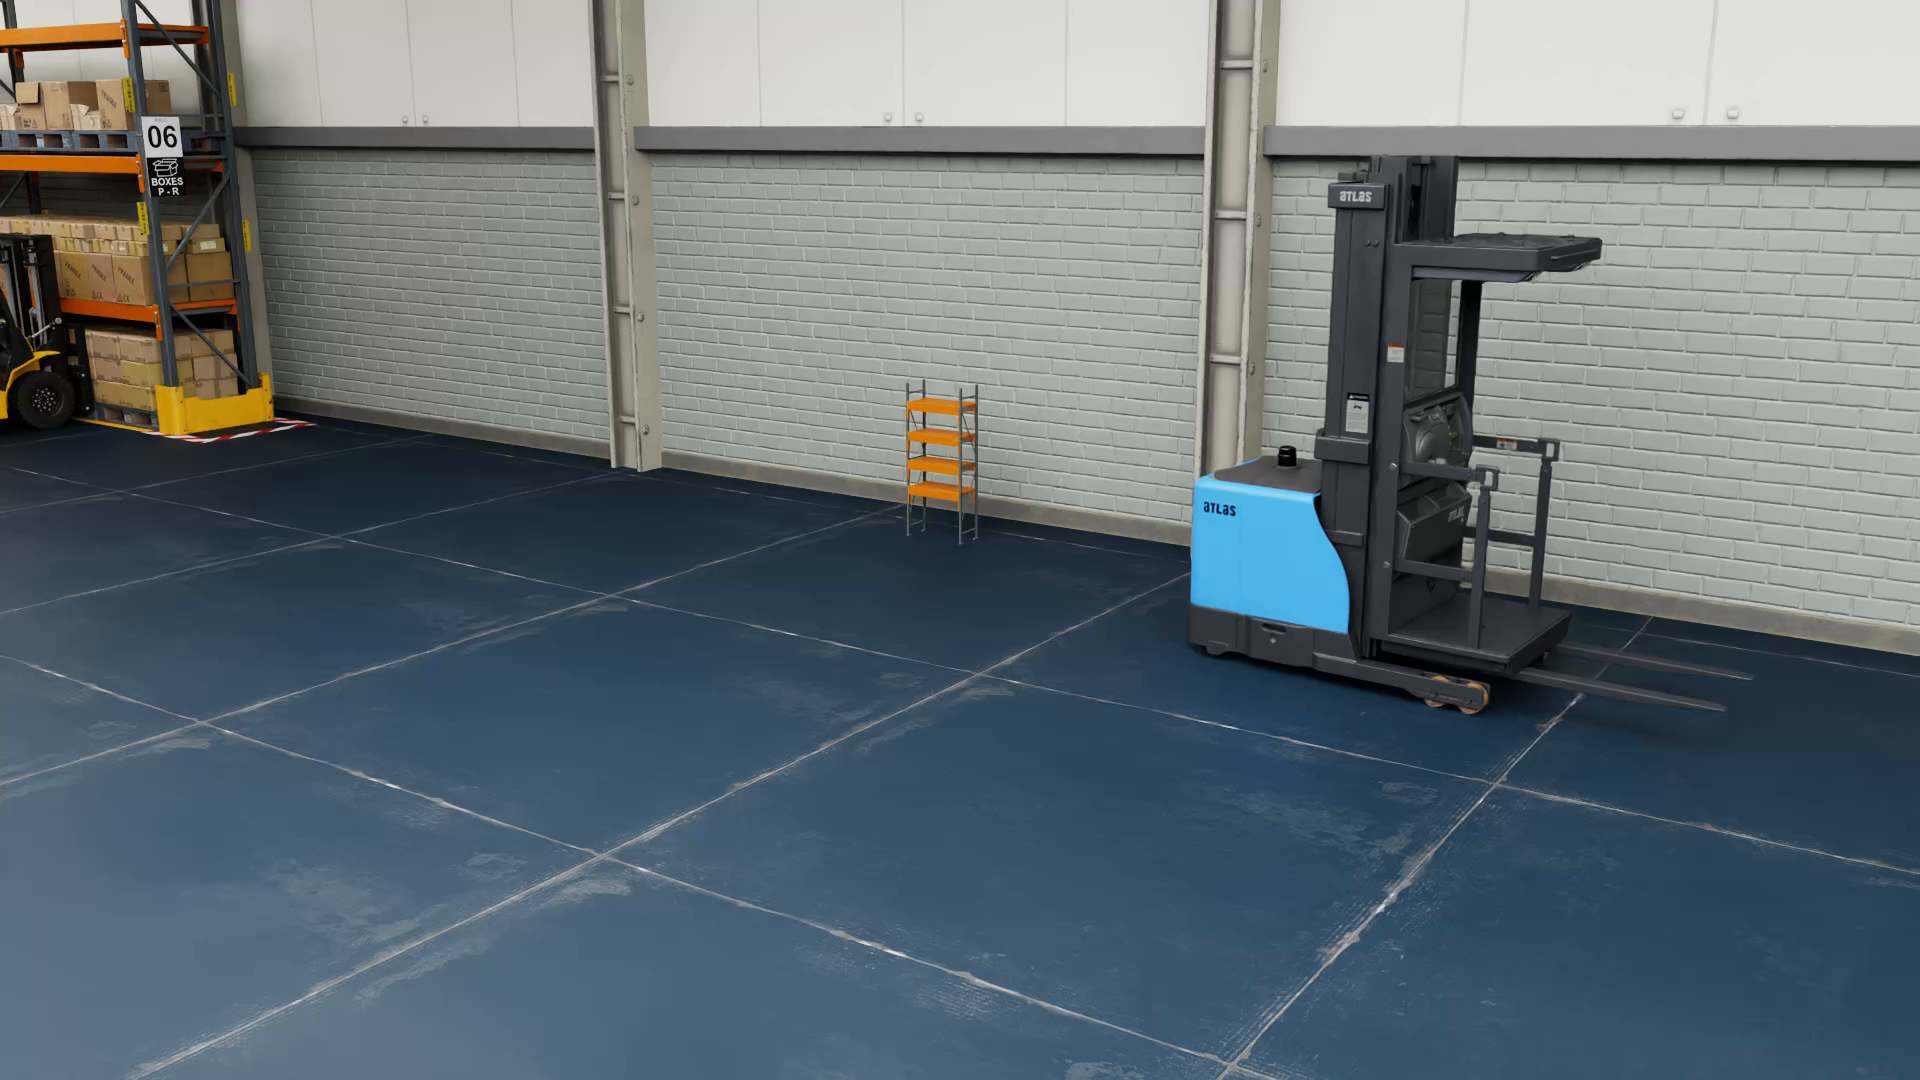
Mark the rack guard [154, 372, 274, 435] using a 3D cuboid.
[{"bbox_3d":[-7.906,-1.457,17.670,0.348,0.500,1.175,9,17,33],"label":"rack guard"}]

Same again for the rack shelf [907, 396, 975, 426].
[{"bbox_3d":[-0.137,-0.986,12.674,0.480,0.148,0.258,9,17,33],"label":"rack shelf"}]

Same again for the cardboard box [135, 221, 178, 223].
[{"bbox_3d":[-8.708,-3.380,18.057,0.250,0.149,0.380,9,17,33],"label":"cardboard box"}]

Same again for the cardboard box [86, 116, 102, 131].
[{"bbox_3d":[-8.783,-4.311,17.194,0.250,0.149,0.380,9,16,31],"label":"cardboard box"}]

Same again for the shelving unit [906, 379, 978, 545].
[{"bbox_3d":[-0.137,-0.605,12.769,0.503,1.200,0.258,9,17,33],"label":"shelving unit"}]

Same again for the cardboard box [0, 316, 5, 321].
[{"bbox_3d":[-11.019,-2.437,19.194,0.500,0.250,0.500,9,16,32],"label":"cardboard box"}]

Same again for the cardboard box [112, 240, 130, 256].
[{"bbox_3d":[-8.599,-3.056,17.369,0.250,0.149,0.380,9,17,34],"label":"cardboard box"}]

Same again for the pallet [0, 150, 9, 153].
[{"bbox_3d":[-11.985,-4.689,19.679,1.217,0.209,0.805,8,16,31],"label":"pallet"}]

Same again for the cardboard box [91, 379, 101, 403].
[{"bbox_3d":[-9.310,-1.681,18.218,0.500,0.250,0.500,9,17,33],"label":"cardboard box"}]

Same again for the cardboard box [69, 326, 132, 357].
[{"bbox_3d":[-9.334,-2.161,18.078,0.500,0.250,0.500,9,17,34],"label":"cardboard box"}]

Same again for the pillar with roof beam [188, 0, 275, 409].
[{"bbox_3d":[-10.404,-5.001,14.297,0.400,9.000,9.100,9,17,33],"label":"pillar with roof beam"}]

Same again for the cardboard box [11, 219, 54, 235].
[{"bbox_3d":[-10.276,-3.482,18.471,0.250,0.149,0.380,9,16,32],"label":"cardboard box"}]

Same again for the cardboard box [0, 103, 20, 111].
[{"bbox_3d":[-10.691,-4.715,18.490,0.500,0.311,0.500,10,17,34],"label":"cardboard box"}]

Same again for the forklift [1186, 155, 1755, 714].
[{"bbox_3d":[2.854,-0.625,9.247,3.031,2.935,1.130,10,17,36],"label":"forklift"}]

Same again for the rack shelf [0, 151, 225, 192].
[{"bbox_3d":[-9.586,-4.049,18.192,4.000,0.370,1.077,9,17,33],"label":"rack shelf"}]

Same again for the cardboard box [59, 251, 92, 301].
[{"bbox_3d":[-9.332,-2.876,17.991,0.500,0.500,0.500,9,16,32],"label":"cardboard box"}]

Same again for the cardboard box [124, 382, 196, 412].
[{"bbox_3d":[-8.493,-1.543,17.662,0.500,0.250,0.500,9,17,33],"label":"cardboard box"}]

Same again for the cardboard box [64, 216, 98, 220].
[{"bbox_3d":[-9.953,-3.601,18.950,0.250,0.149,0.380,9,16,32],"label":"cardboard box"}]

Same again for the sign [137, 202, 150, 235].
[{"bbox_3d":[-8.241,-3.245,16.785,0.005,0.325,0.100,9,17,33],"label":"sign"}]

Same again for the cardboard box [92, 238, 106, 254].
[{"bbox_3d":[-8.980,-3.139,17.702,0.250,0.149,0.380,9,17,32],"label":"cardboard box"}]

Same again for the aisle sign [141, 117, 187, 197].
[{"bbox_3d":[-8.036,-3.868,16.798,0.004,0.787,0.394,9,17,33],"label":"aisle sign"}]

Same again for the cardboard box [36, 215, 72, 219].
[{"bbox_3d":[-10.400,-3.661,19.192,0.250,0.149,0.380,9,17,32],"label":"cardboard box"}]

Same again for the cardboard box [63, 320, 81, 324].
[{"bbox_3d":[-10.181,-2.302,18.649,0.500,0.250,0.500,10,17,35],"label":"cardboard box"}]

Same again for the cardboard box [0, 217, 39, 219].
[{"bbox_3d":[-10.663,-3.567,18.812,0.250,0.149,0.380,9,16,32],"label":"cardboard box"}]

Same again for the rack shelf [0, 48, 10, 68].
[{"bbox_3d":[-12.905,-5.847,20.047,4.000,0.370,1.077,9,17,33],"label":"rack shelf"}]

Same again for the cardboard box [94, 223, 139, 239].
[{"bbox_3d":[-8.961,-3.293,17.704,0.250,0.149,0.380,9,17,33],"label":"cardboard box"}]

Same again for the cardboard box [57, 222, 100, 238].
[{"bbox_3d":[-9.456,-3.339,17.892,0.250,0.149,0.380,10,17,34],"label":"cardboard box"}]

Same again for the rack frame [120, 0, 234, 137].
[{"bbox_3d":[-7.926,-5.586,16.662,0.127,3.000,1.000,9,17,33],"label":"rack frame"}]

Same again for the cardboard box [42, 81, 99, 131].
[{"bbox_3d":[-9.224,-4.599,17.626,0.500,0.500,0.700,9,17,33],"label":"cardboard box"}]

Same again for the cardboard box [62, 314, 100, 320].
[{"bbox_3d":[-10.300,-2.472,19.336,0.500,0.250,0.500,9,16,32],"label":"cardboard box"}]

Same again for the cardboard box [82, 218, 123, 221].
[{"bbox_3d":[-9.575,-3.517,18.612,0.250,0.149,0.380,10,17,34],"label":"cardboard box"}]

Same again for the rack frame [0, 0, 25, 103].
[{"bbox_3d":[-11.245,-6.122,18.829,0.127,3.000,1.000,9,17,33],"label":"rack frame"}]

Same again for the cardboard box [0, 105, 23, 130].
[{"bbox_3d":[-10.183,-4.594,18.094,0.258,0.266,0.396,9,16,31],"label":"cardboard box"}]

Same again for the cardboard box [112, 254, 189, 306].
[{"bbox_3d":[-8.481,-2.736,17.426,0.500,0.500,0.500,9,16,32],"label":"cardboard box"}]

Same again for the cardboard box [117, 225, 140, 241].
[{"bbox_3d":[-8.563,-3.215,17.390,0.250,0.149,0.380,9,17,33],"label":"cardboard box"}]

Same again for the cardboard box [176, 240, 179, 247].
[{"bbox_3d":[-8.303,-3.155,17.768,0.250,0.149,0.380,9,17,33],"label":"cardboard box"}]

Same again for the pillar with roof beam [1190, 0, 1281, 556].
[{"bbox_3d":[-0.446,-3.391,7.796,0.400,9.000,9.100,9,17,33],"label":"pillar with roof beam"}]

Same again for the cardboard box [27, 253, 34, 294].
[{"bbox_3d":[-10.161,-3.013,18.544,0.500,0.500,0.500,9,17,32],"label":"cardboard box"}]

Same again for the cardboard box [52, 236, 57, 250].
[{"bbox_3d":[-9.856,-3.267,18.221,0.250,0.149,0.380,9,16,32],"label":"cardboard box"}]

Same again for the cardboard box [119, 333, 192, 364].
[{"bbox_3d":[-8.483,-2.028,17.541,0.500,0.250,0.500,10,17,35],"label":"cardboard box"}]

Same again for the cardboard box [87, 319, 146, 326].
[{"bbox_3d":[-9.467,-2.336,18.786,0.500,0.250,0.500,9,16,32],"label":"cardboard box"}]

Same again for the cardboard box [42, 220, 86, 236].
[{"bbox_3d":[-9.817,-3.429,18.257,0.250,0.149,0.380,9,17,33],"label":"cardboard box"}]

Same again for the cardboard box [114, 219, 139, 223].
[{"bbox_3d":[-9.104,-3.465,18.402,0.250,0.149,0.380,9,16,31],"label":"cardboard box"}]

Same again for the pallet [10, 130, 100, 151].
[{"bbox_3d":[-9.515,-4.350,18.097,1.213,0.211,1.003,9,17,33],"label":"pallet"}]

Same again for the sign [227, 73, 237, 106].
[{"bbox_3d":[-7.612,-4.703,17.351,0.005,0.325,0.100,9,17,33],"label":"sign"}]

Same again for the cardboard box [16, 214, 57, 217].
[{"bbox_3d":[-10.812,-3.736,19.494,0.250,0.149,0.380,9,17,33],"label":"cardboard box"}]

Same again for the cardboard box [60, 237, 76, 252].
[{"bbox_3d":[-9.449,-3.195,17.930,0.250,0.149,0.380,9,17,33],"label":"cardboard box"}]

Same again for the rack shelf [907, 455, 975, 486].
[{"bbox_3d":[-0.137,-0.539,12.785,0.480,0.148,0.258,9,17,33],"label":"rack shelf"}]

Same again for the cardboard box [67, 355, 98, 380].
[{"bbox_3d":[-9.355,-1.923,18.157,0.500,0.250,0.500,9,16,32],"label":"cardboard box"}]

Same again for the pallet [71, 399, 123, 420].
[{"bbox_3d":[-9.592,-1.578,18.760,1.213,0.211,1.003,9,17,33],"label":"pallet"}]

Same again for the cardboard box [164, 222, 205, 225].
[{"bbox_3d":[-8.272,-3.317,17.805,0.250,0.149,0.380,10,17,35],"label":"cardboard box"}]

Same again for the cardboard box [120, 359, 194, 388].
[{"bbox_3d":[-8.505,-1.789,17.614,0.500,0.250,0.500,9,16,32],"label":"cardboard box"}]

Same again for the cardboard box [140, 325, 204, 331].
[{"bbox_3d":[-8.636,-2.197,18.223,0.500,0.250,0.500,9,17,33],"label":"cardboard box"}]

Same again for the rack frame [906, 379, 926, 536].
[{"bbox_3d":[-0.340,-0.637,12.901,0.015,1.200,0.240,9,17,33],"label":"rack frame"}]
